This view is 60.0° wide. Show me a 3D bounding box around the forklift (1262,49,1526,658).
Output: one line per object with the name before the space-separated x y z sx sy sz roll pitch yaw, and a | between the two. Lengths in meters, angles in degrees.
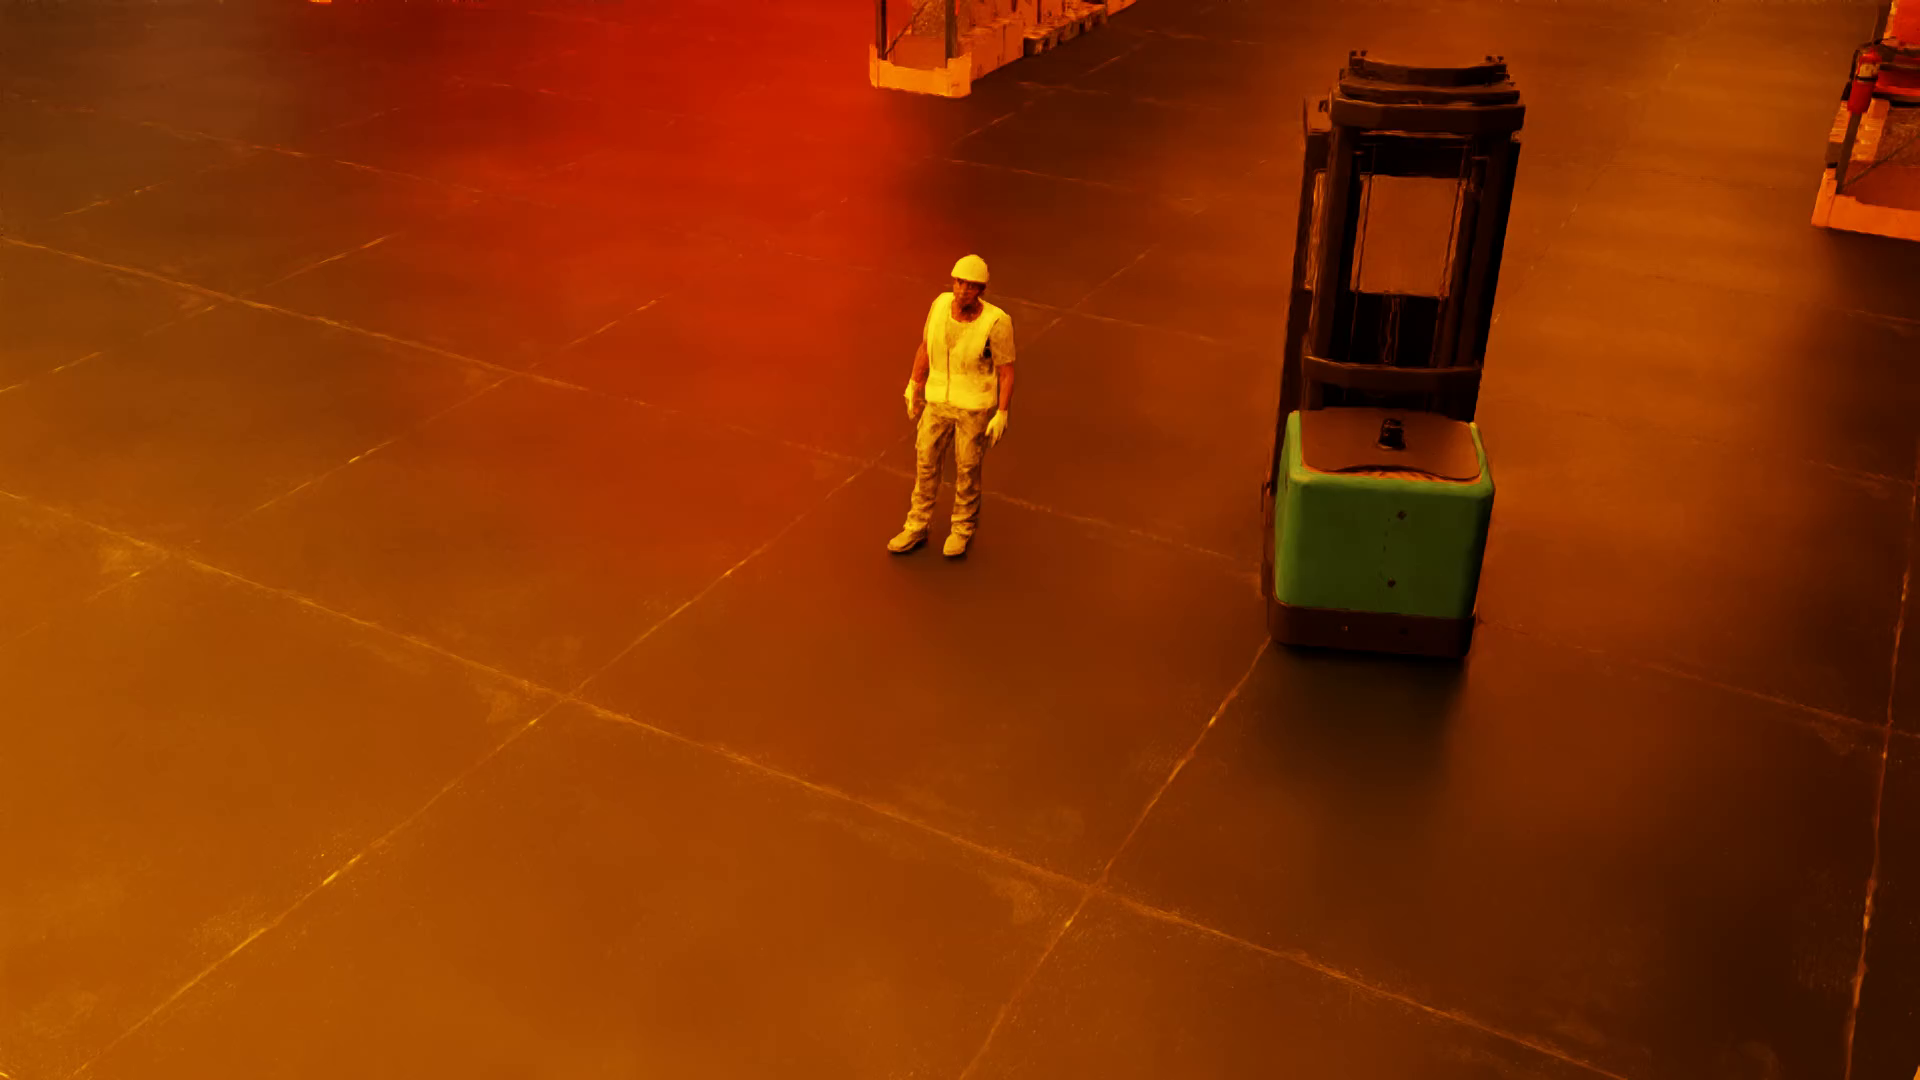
forklift | 2.412 -1.365 9.435 1.130 2.935 3.031 4 30 8

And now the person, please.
person | -0.042 -0.749 9.502 0.655 1.782 0.576 15 33 25
